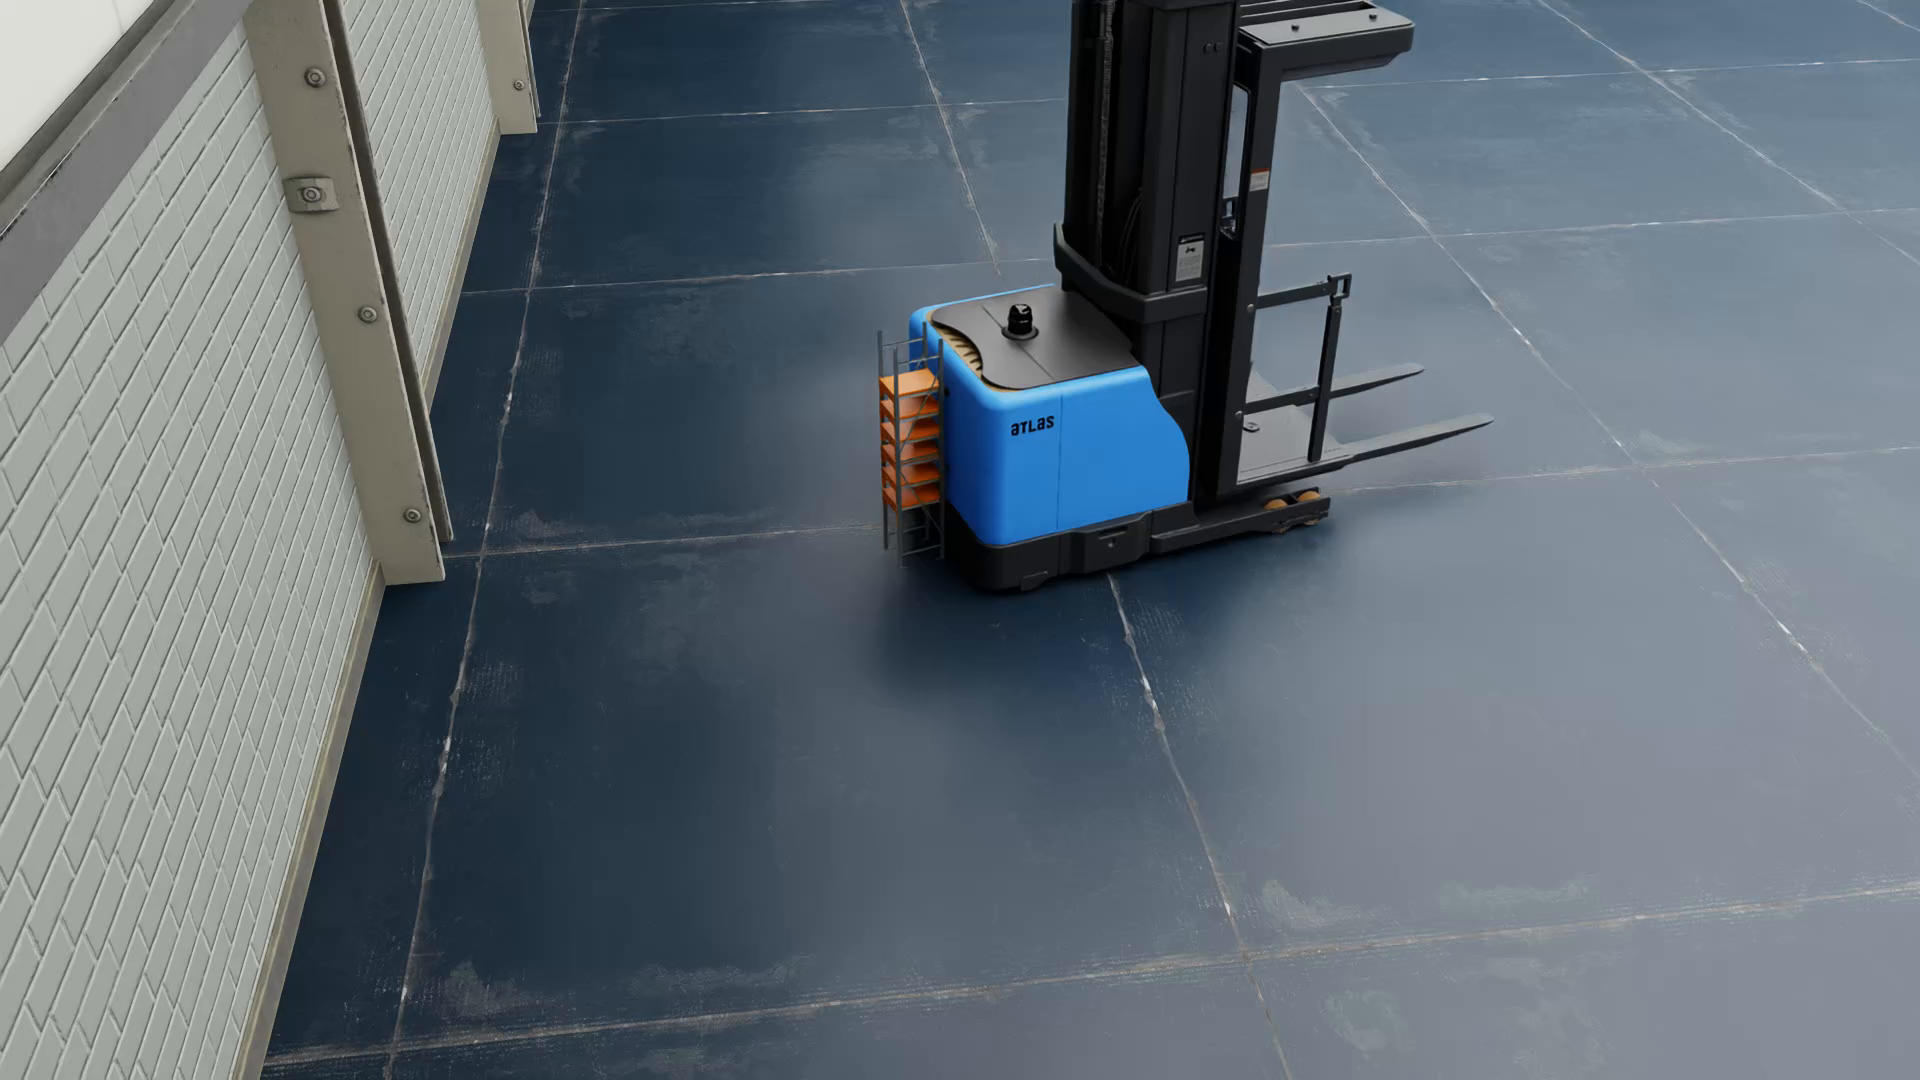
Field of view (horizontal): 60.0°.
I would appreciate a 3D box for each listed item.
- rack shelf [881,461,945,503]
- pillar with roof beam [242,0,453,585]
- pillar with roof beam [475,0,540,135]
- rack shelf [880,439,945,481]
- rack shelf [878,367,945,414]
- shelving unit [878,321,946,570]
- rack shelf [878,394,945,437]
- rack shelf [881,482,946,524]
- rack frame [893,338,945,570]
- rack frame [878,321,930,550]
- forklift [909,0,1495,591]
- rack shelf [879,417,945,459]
[{"bbox_3d":[-0.224,-0.291,7.904,0.258,0.103,0.180,-14,37,-20],"label":"rack shelf"},{"bbox_3d":[1.615,-3.949,6.054,9.100,9.000,0.400,-4,35,-6],"label":"pillar with roof beam"},{"bbox_3d":[0.808,-7.297,10.967,9.100,9.000,0.400,-4,35,-6],"label":"pillar with roof beam"},{"bbox_3d":[-0.224,-0.390,7.836,0.258,0.103,0.180,-14,37,-20],"label":"rack shelf"},{"bbox_3d":[-0.224,-0.688,7.633,0.258,0.103,0.180,-14,37,-20],"label":"rack shelf"},{"bbox_3d":[-0.224,-0.427,7.811,0.258,1.200,0.189,-14,37,-20],"label":"shelving unit"},{"bbox_3d":[-0.224,-0.589,7.701,0.258,0.103,0.180,-14,37,-20],"label":"rack shelf"},{"bbox_3d":[-0.224,-0.192,7.971,0.258,0.103,0.180,-14,37,-20],"label":"rack shelf"},{"bbox_3d":[-0.186,-0.380,7.742,0.240,1.200,0.006,-14,37,-20],"label":"rack frame"},{"bbox_3d":[-0.261,-0.474,7.880,0.240,1.200,0.006,-14,37,-20],"label":"rack frame"},{"bbox_3d":[1.306,-1.505,7.855,3.031,2.935,1.130,-13,37,-19],"label":"forklift"},{"bbox_3d":[-0.224,-0.489,7.769,0.258,0.103,0.180,-14,37,-20],"label":"rack shelf"}]
